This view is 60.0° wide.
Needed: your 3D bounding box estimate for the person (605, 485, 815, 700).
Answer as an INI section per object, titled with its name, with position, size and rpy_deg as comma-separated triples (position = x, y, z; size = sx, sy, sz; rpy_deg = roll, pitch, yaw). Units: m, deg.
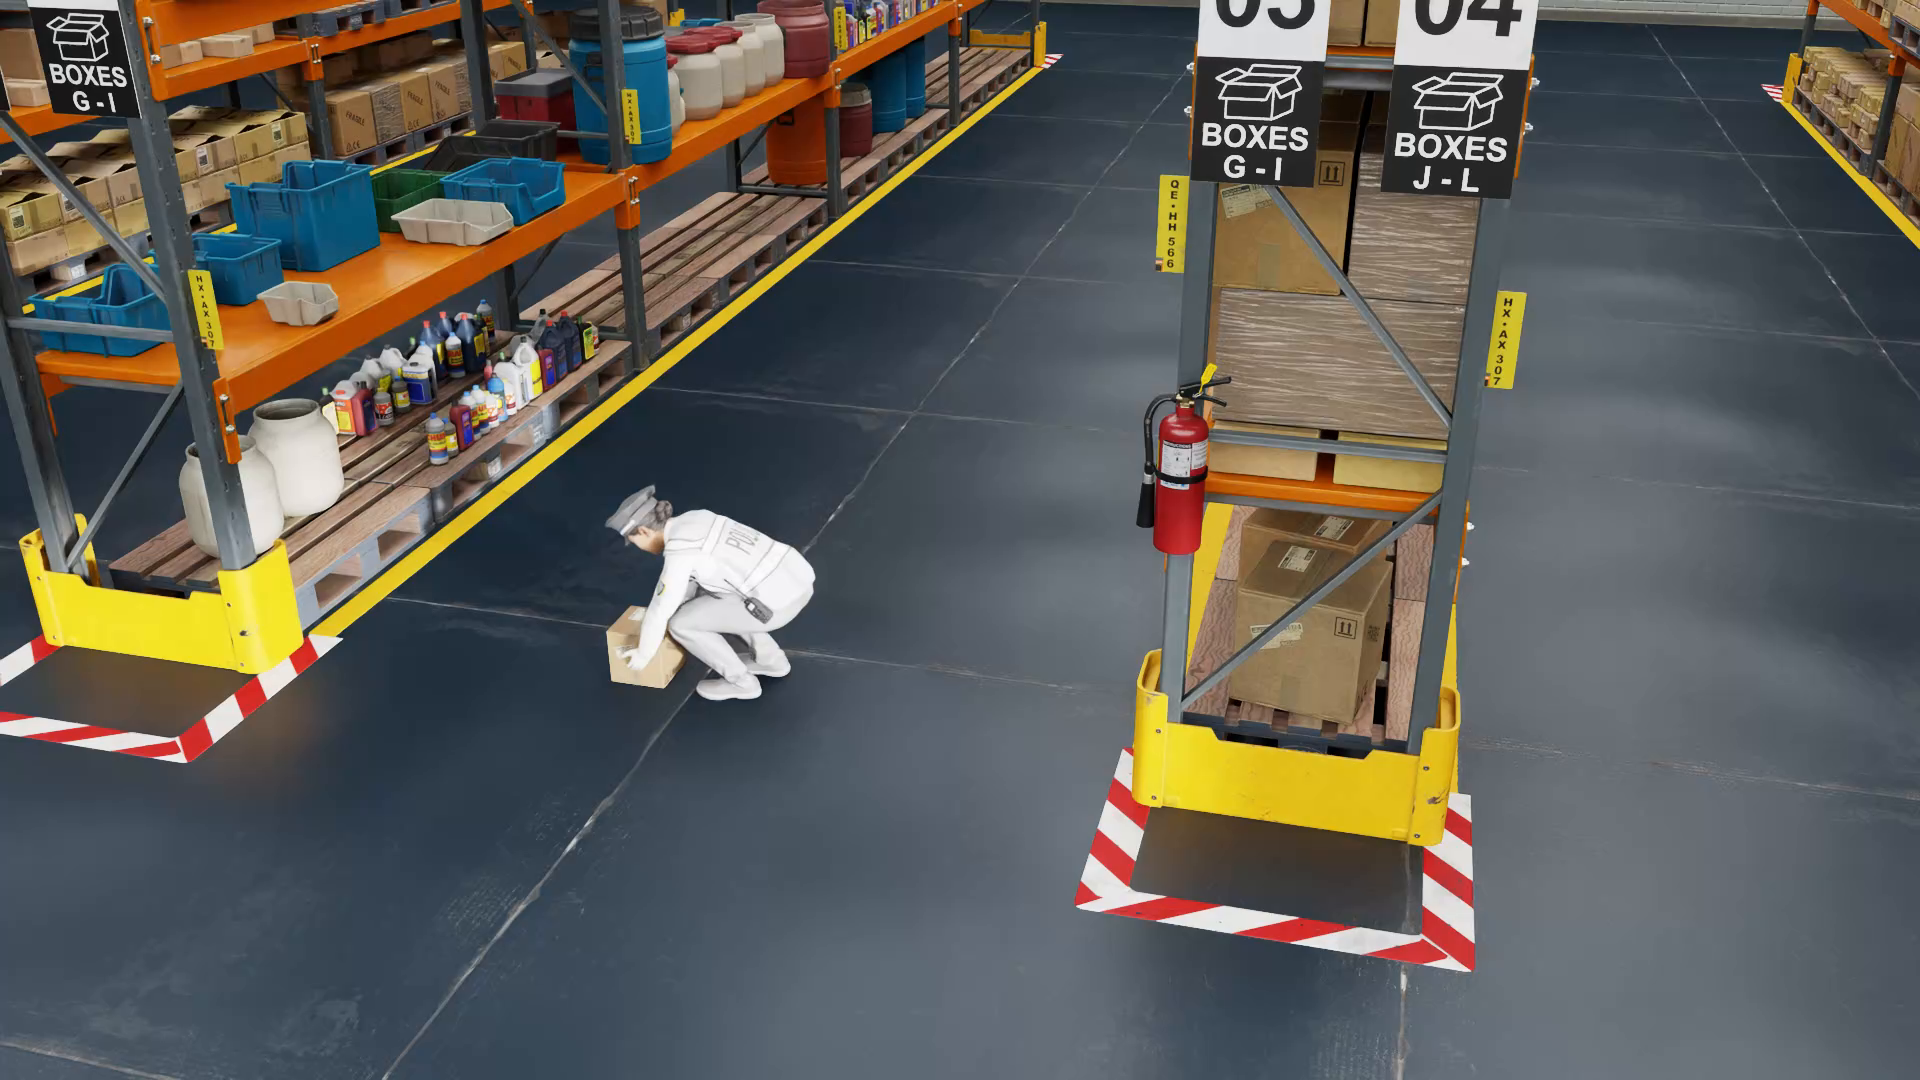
[person]
position = -1.051, 0.213, 7.043
size = 0.853, 0.914, 0.490
rpy_deg = 6, 26, 13
